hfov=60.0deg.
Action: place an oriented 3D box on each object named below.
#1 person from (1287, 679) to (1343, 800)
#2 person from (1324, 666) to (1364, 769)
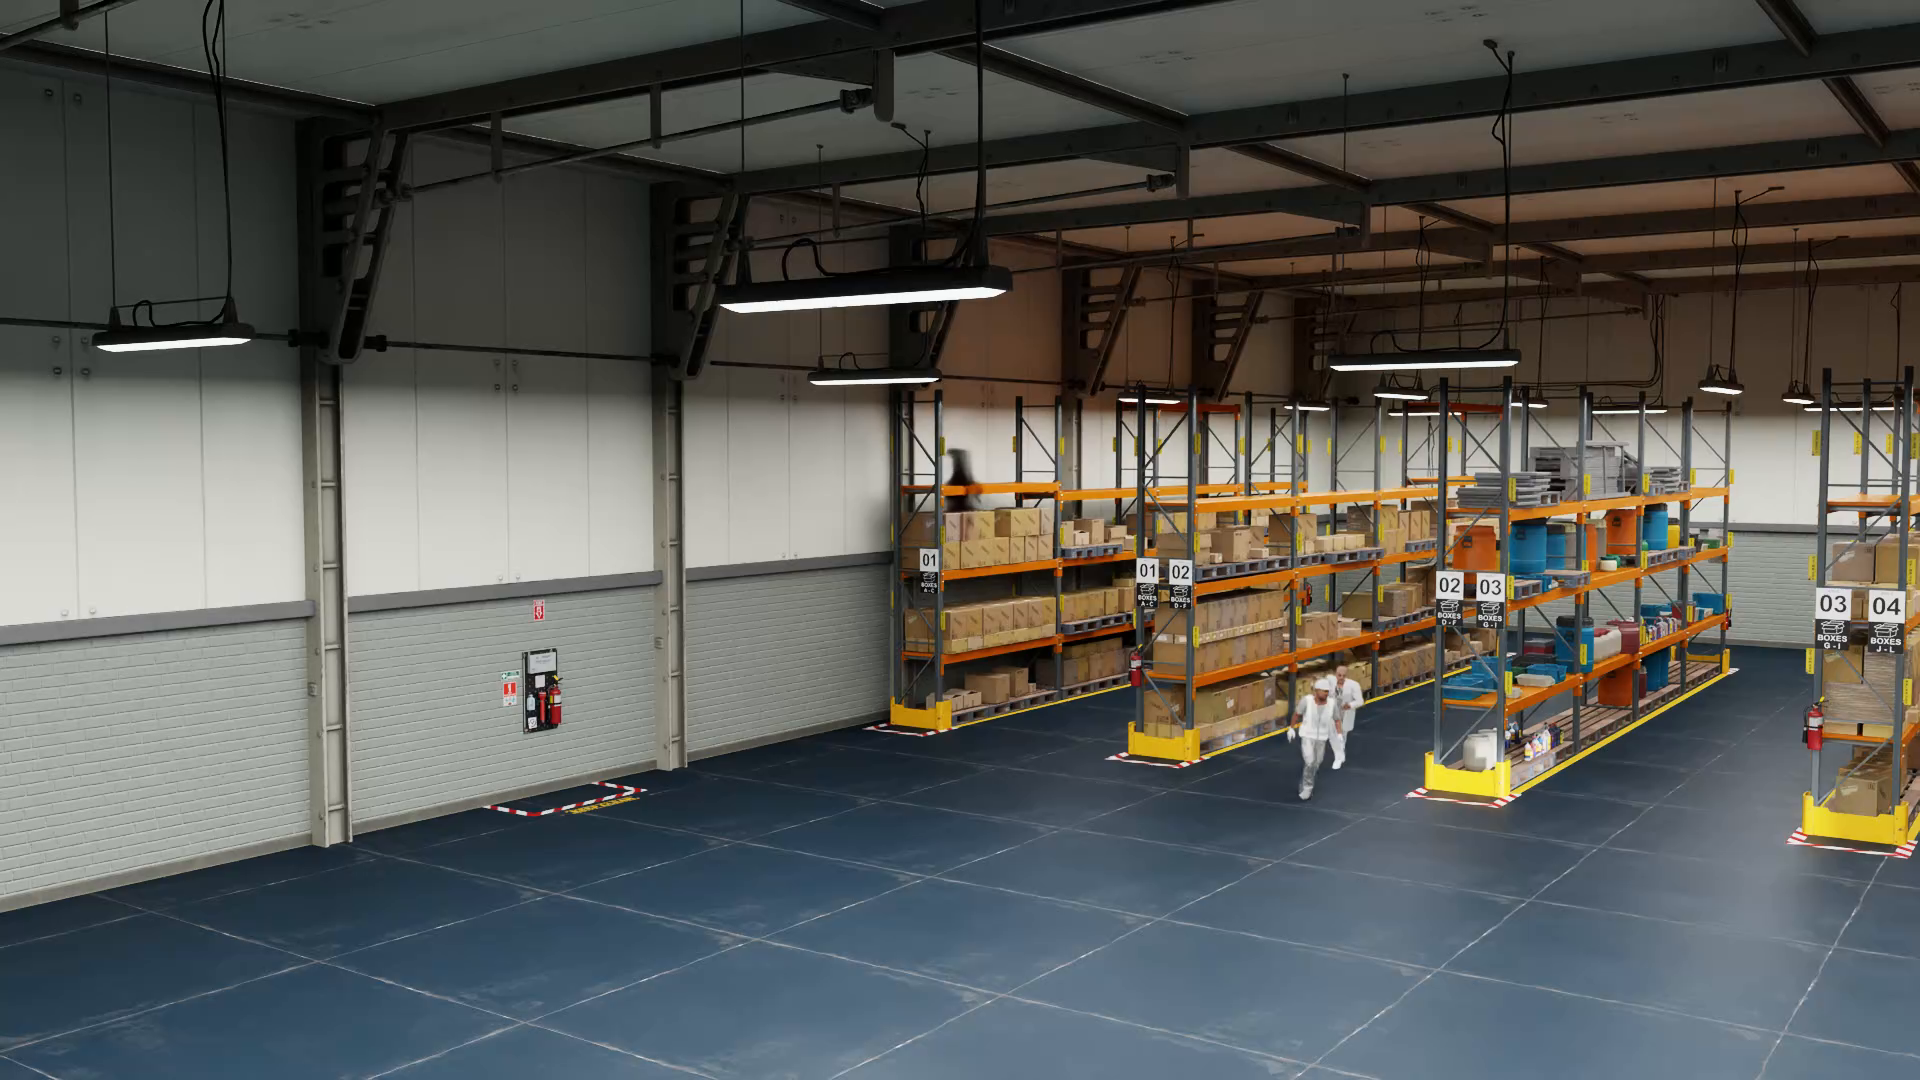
[{"bbox_3d":[5.035,2.797,23.498,0.649,1.708,0.791,-1,3,-12],"label":"person"},{"bbox_3d":[5.954,2.715,25.938,0.705,1.602,1.192,1,3,18],"label":"person"}]
